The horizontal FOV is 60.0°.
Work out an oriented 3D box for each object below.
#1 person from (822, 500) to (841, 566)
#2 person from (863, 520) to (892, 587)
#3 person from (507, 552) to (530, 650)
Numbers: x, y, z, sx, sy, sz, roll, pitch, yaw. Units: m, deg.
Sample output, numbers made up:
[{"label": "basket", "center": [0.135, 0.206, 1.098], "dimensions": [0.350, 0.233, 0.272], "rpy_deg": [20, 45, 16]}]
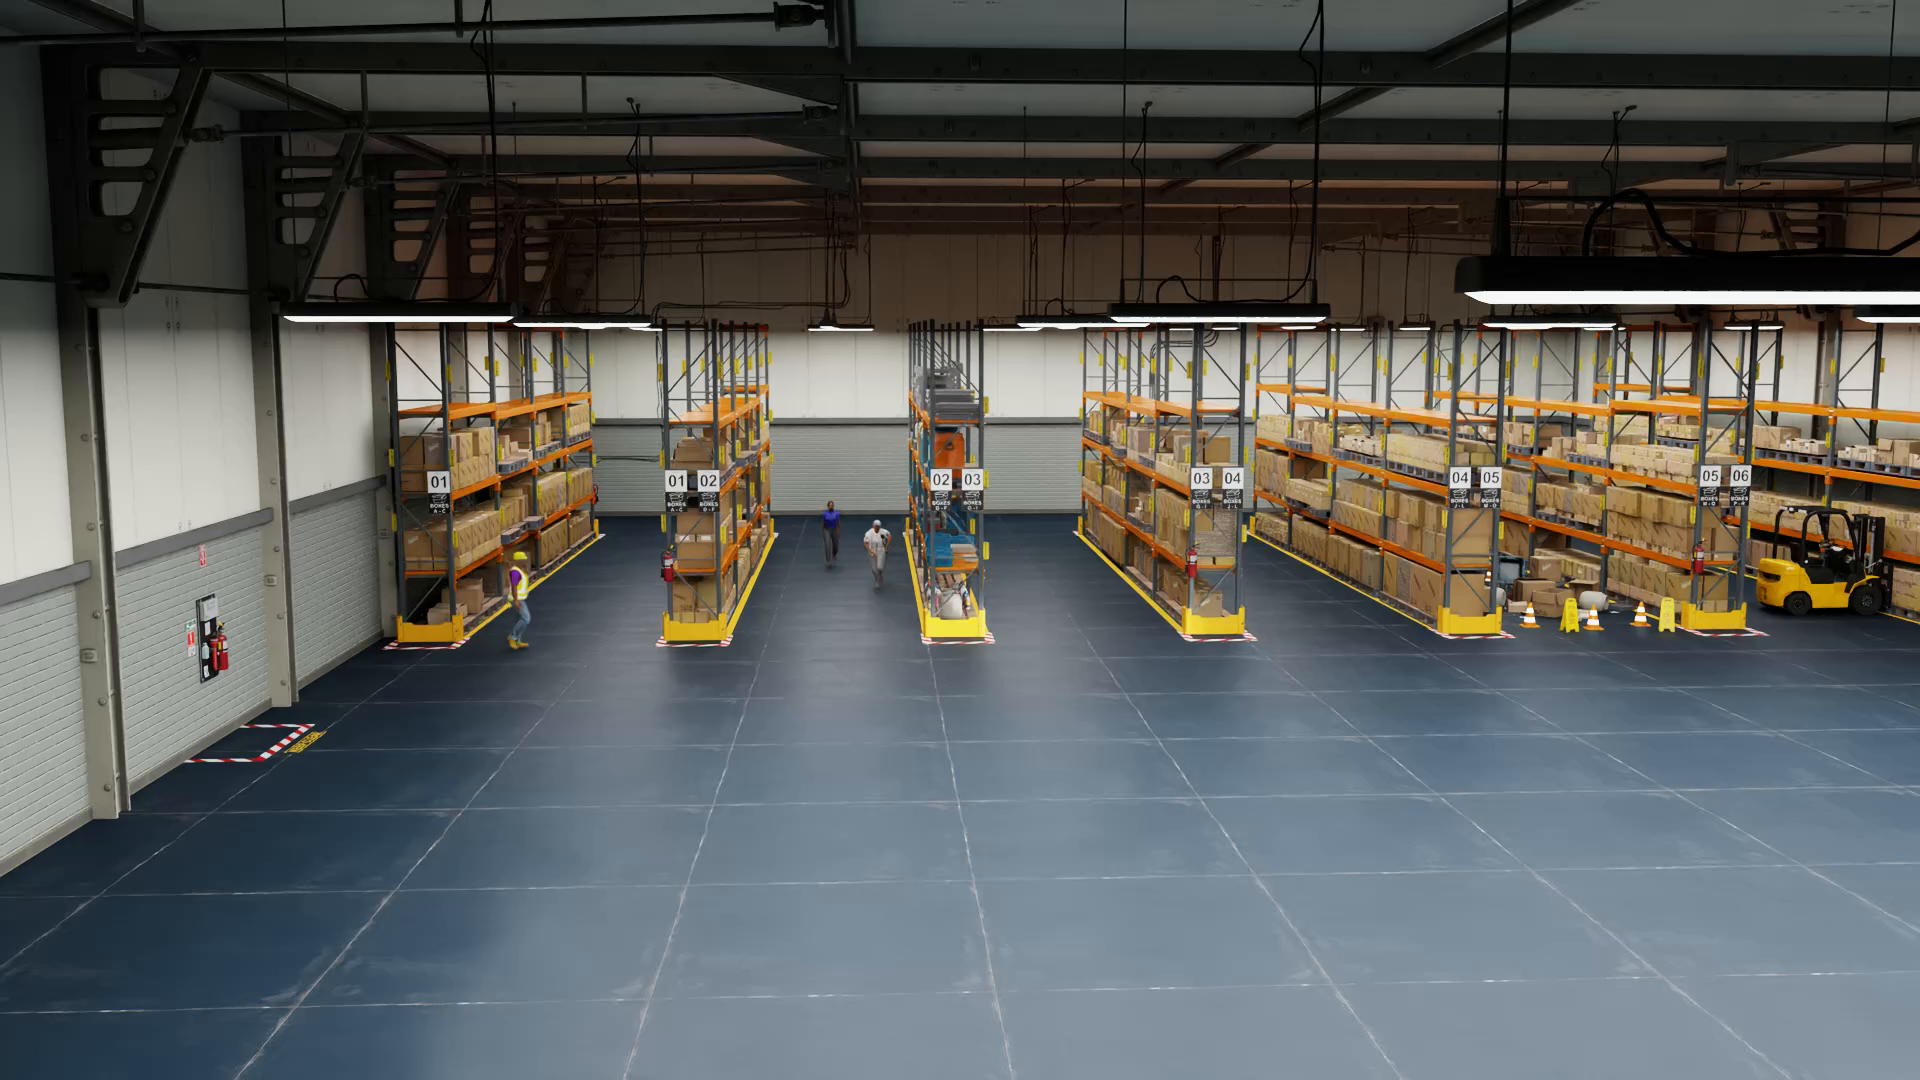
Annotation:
[{"label": "person", "center": [-3.195, -0.198, 41.368], "dimensions": [0.454, 1.610, 0.863], "rpy_deg": [-1, 7, -6]}, {"label": "person", "center": [-1.859, 0.304, 37.618], "dimensions": [0.596, 1.571, 0.762], "rpy_deg": [1, 7, 8]}, {"label": "person", "center": [-8.036, 1.095, 30.300], "dimensions": [0.449, 1.766, 0.607], "rpy_deg": [0, 7, -2]}]
